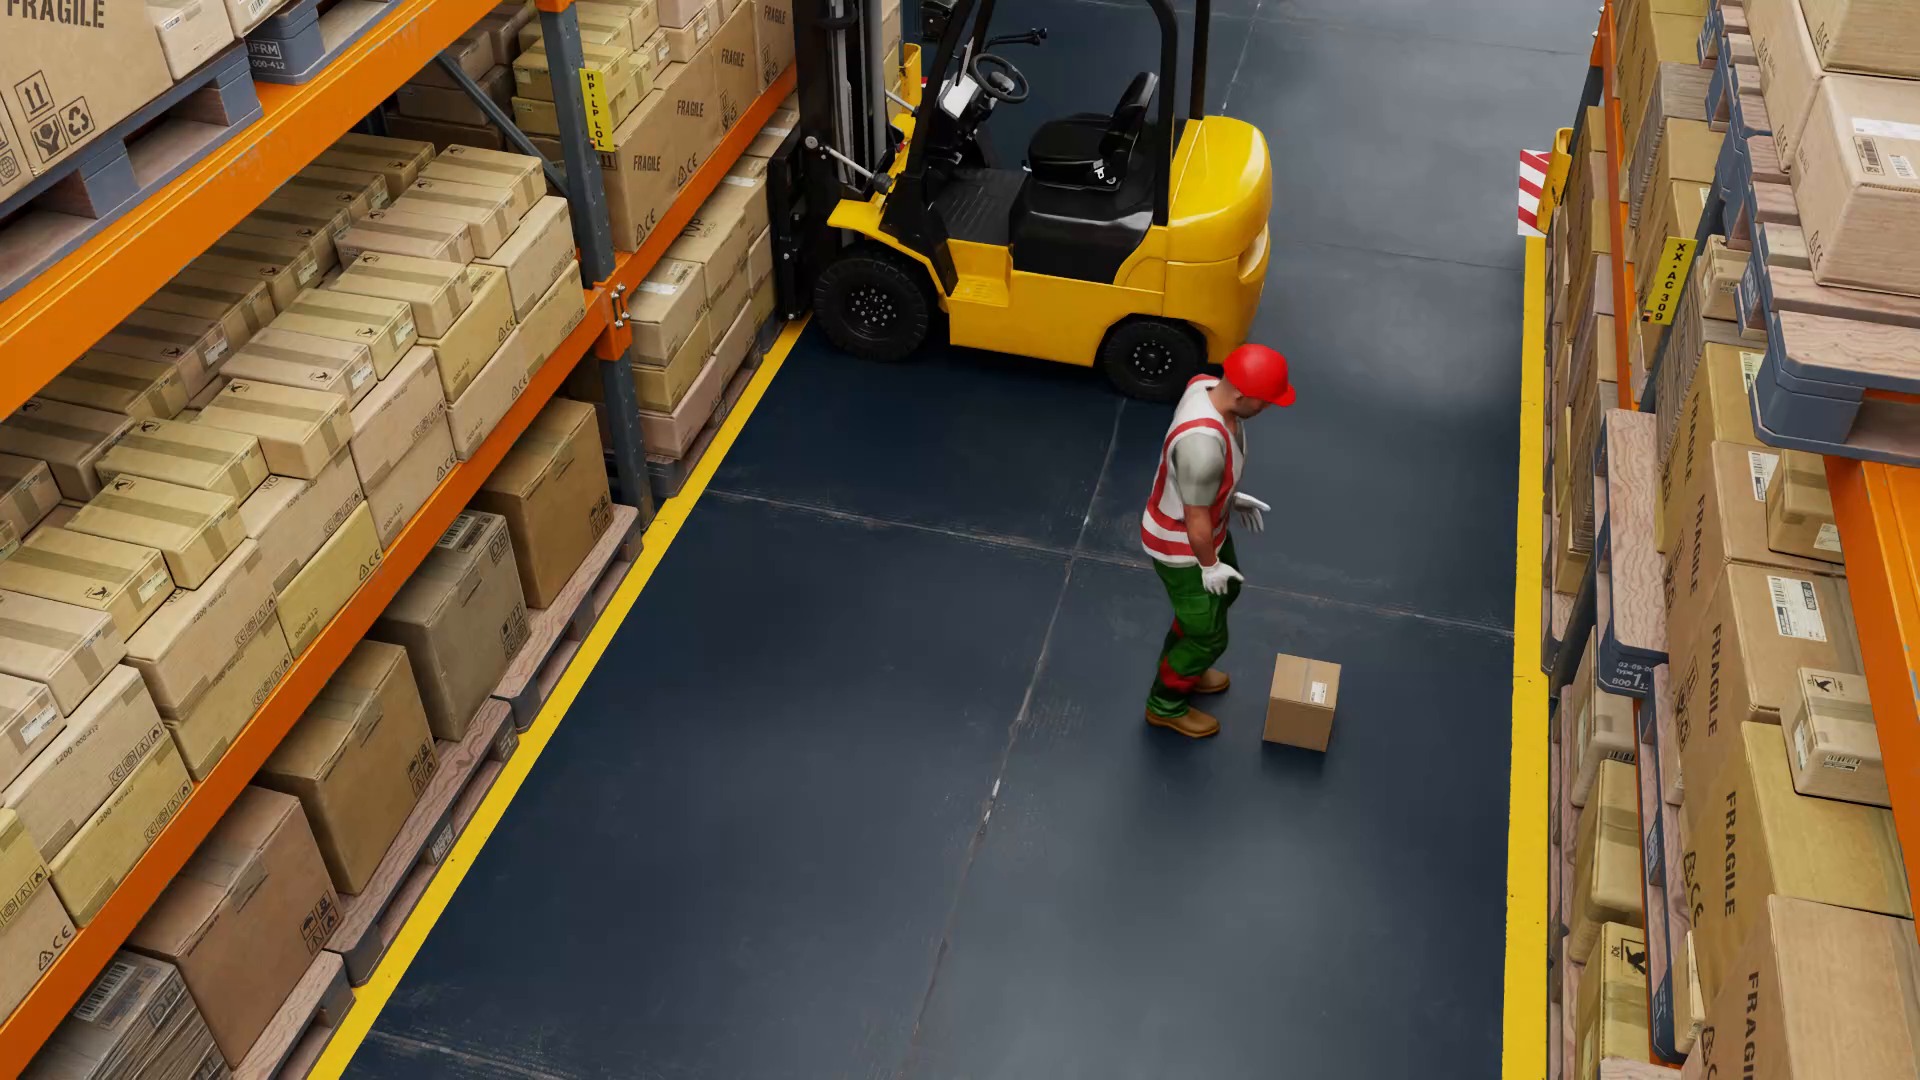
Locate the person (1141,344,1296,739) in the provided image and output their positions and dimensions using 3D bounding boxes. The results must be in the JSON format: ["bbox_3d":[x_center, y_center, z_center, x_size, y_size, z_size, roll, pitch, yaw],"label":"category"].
[{"bbox_3d":[0.924,-0.015,6.209,0.477,1.725,0.547,11,42,12],"label":"person"}]
